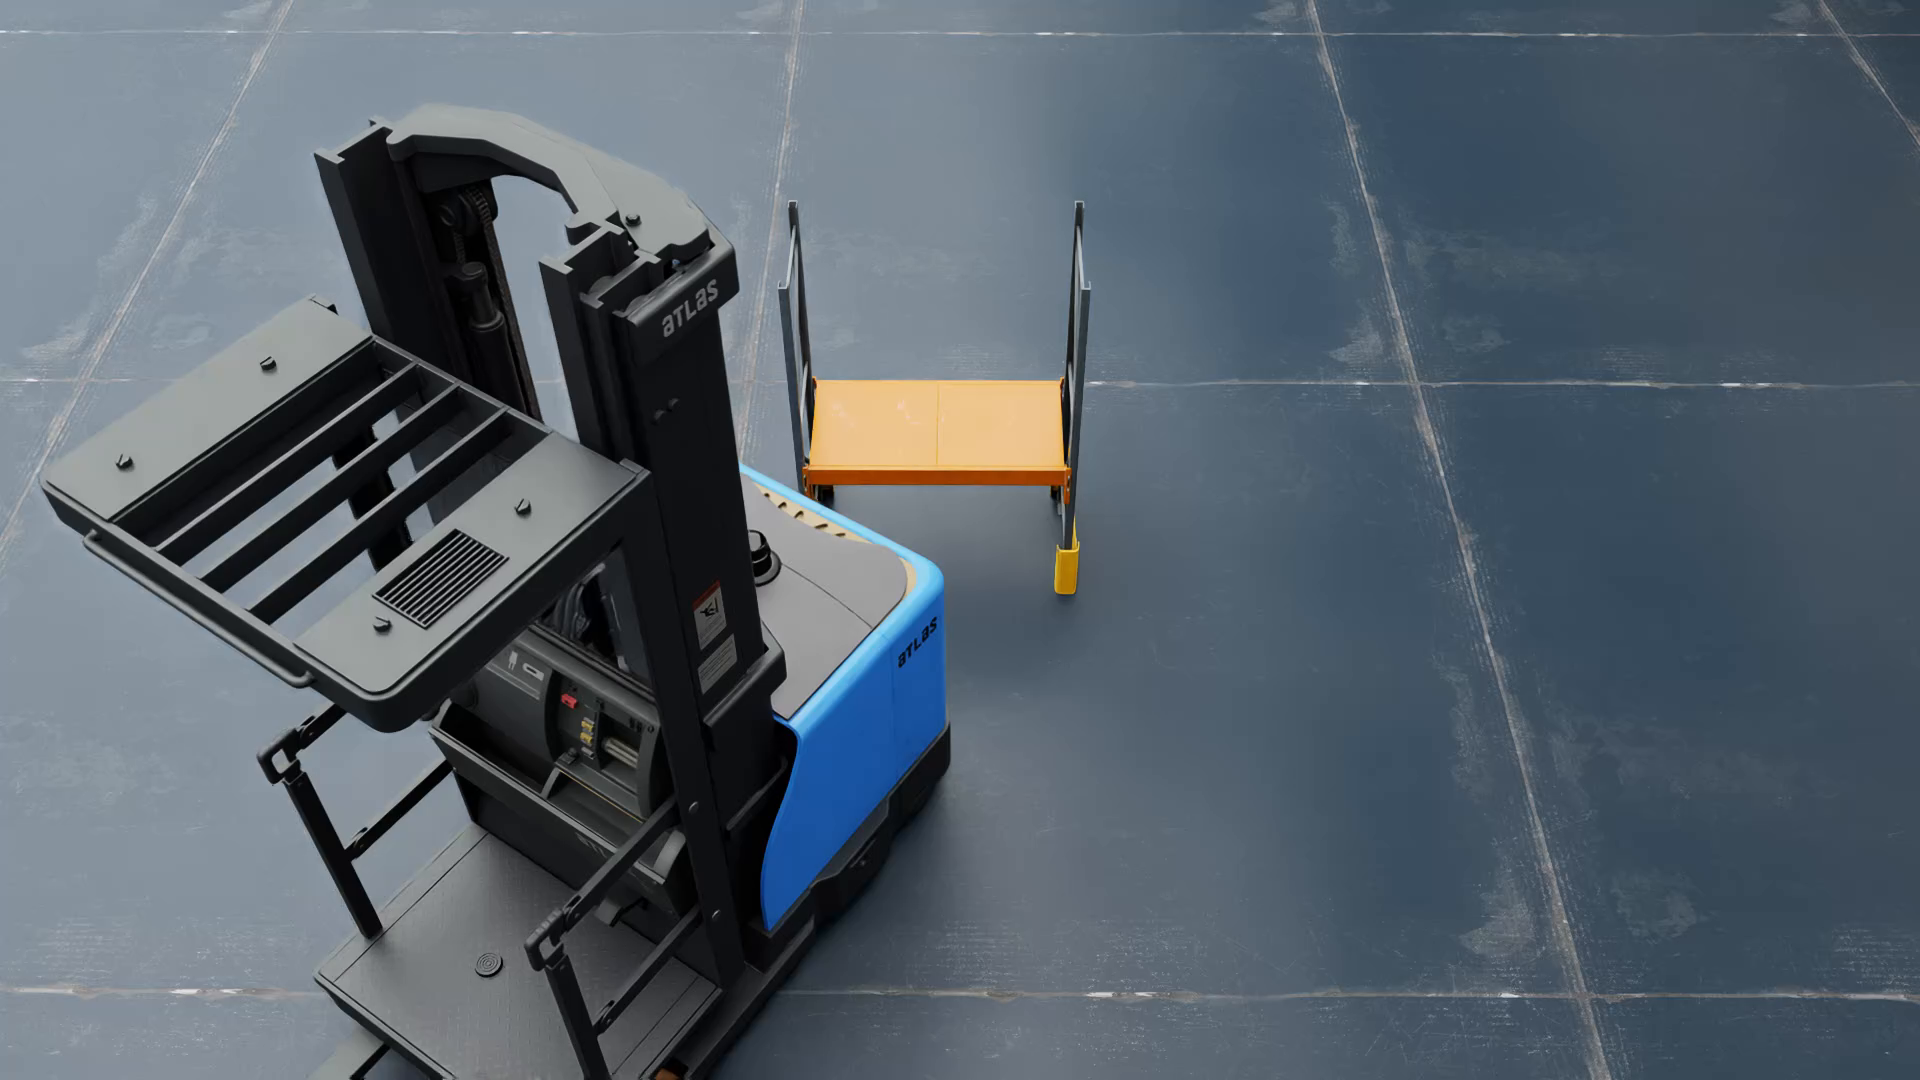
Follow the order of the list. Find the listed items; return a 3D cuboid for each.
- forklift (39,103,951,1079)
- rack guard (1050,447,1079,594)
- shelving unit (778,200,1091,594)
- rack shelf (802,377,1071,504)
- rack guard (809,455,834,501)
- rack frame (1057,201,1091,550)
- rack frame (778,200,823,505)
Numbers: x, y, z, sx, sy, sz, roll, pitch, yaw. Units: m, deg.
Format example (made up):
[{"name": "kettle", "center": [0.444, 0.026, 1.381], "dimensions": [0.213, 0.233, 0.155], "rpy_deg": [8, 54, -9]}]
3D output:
[{"name": "forklift", "center": [-1.282, 0.513, 4.351], "dimensions": [1.130, 2.935, 3.031], "rpy_deg": [27, 53, 23]}, {"name": "rack guard", "center": [0.422, -0.084, 6.738], "dimensions": [0.087, 0.250, 0.587], "rpy_deg": [0, 47, 0]}, {"name": "shelving unit", "center": [-0.076, -0.511, 6.282], "dimensions": [1.083, 1.500, 0.587], "rpy_deg": [0, 47, 0]}, {"name": "rack shelf", "center": [-0.085, -0.389, 6.414], "dimensions": [1.000, 0.185, 0.538], "rpy_deg": [0, 47, 0]}, {"name": "rack guard", "center": [-0.574, -0.087, 6.741], "dimensions": [0.087, 0.250, 0.587], "rpy_deg": [0, 47, 0]}, {"name": "rack frame", "center": [0.423, -0.510, 6.281], "dimensions": [0.032, 1.500, 0.500], "rpy_deg": [0, 47, 0]}, {"name": "rack frame", "center": [-0.594, -0.513, 6.283], "dimensions": [0.032, 1.500, 0.500], "rpy_deg": [0, 47, 0]}]
